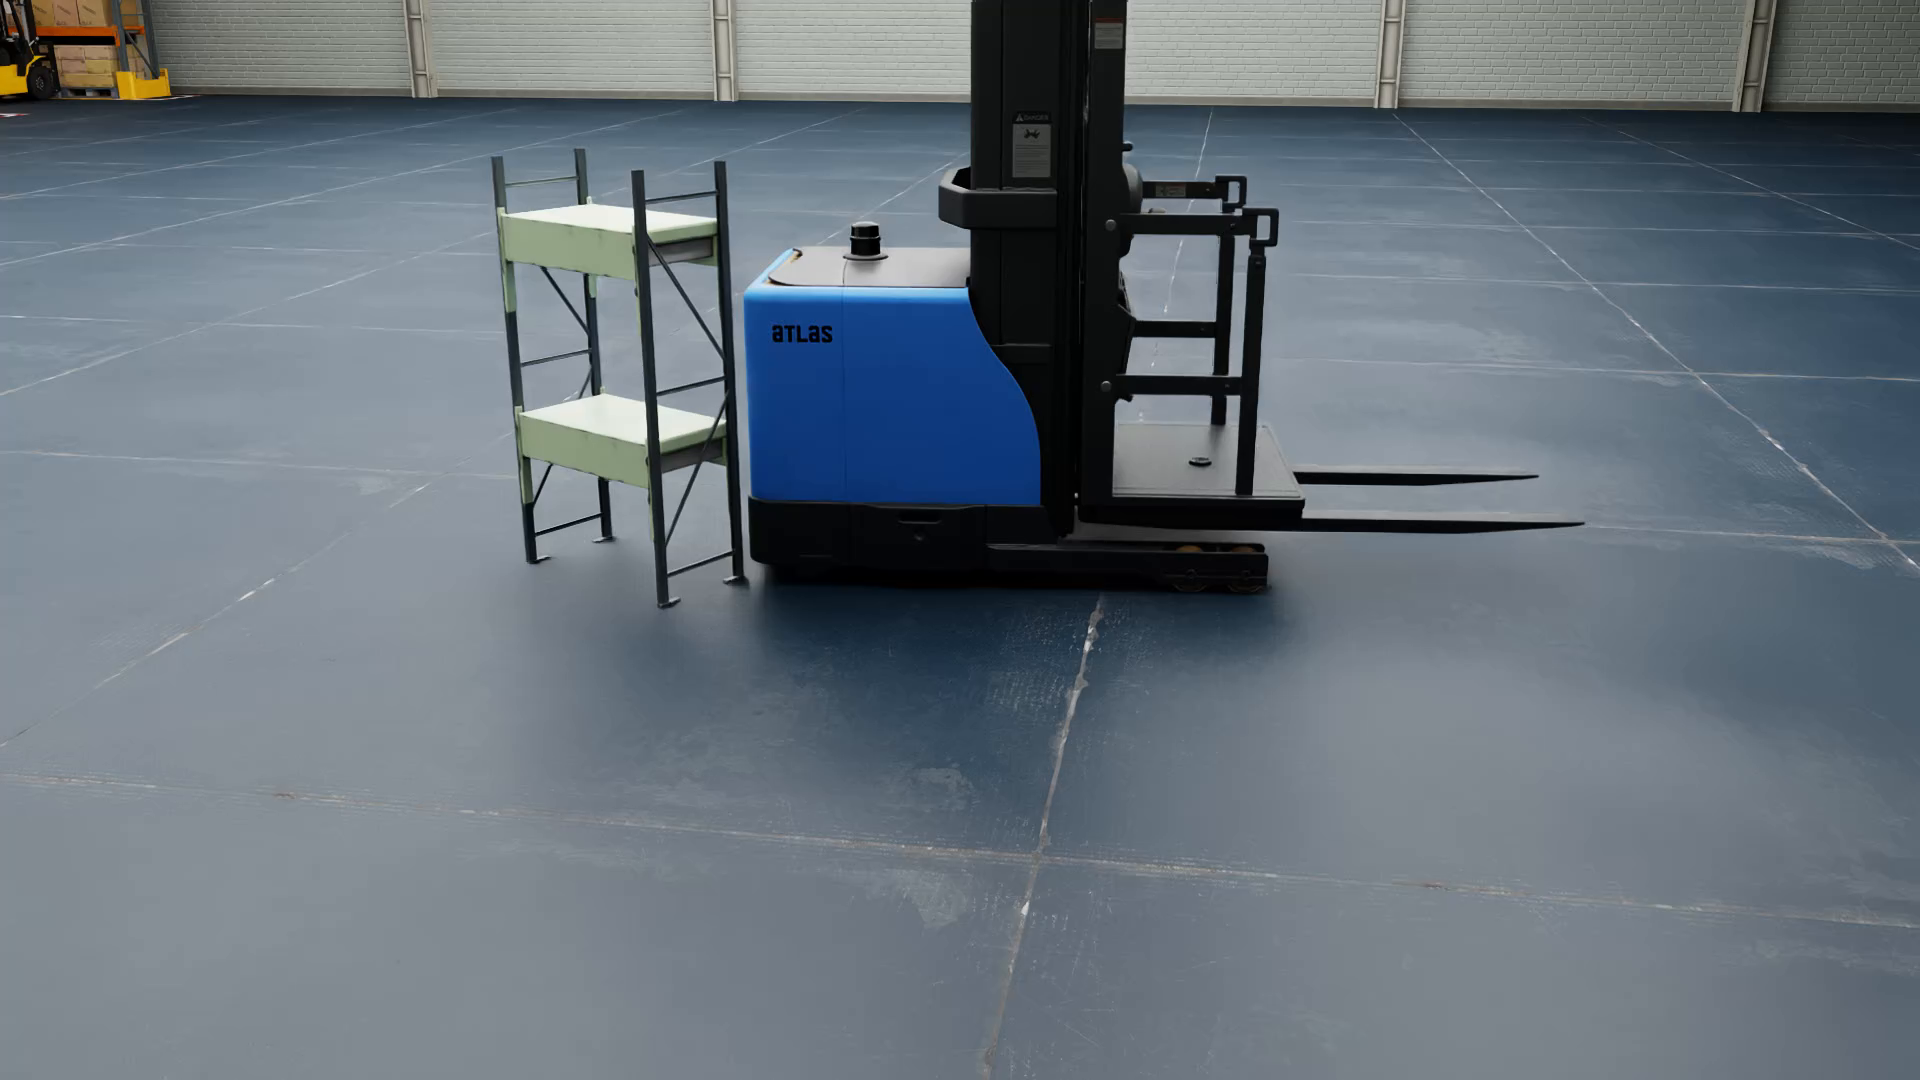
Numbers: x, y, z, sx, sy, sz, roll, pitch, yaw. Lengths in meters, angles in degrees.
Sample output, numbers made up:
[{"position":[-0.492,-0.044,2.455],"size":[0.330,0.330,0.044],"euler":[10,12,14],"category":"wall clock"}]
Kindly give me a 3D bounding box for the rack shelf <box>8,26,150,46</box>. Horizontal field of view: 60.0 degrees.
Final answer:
[{"position":[-17.638,-9.688,31.881],"size":[4.000,0.370,1.077],"euler":[3,19,9],"category":"rack shelf"}]

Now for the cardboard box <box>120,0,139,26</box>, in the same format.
[{"position":[-16.109,-10.088,31.785],"size":[0.500,0.500,0.500],"euler":[4,19,10],"category":"cardboard box"}]

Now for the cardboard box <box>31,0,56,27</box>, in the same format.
[{"position":[-17.208,-9.973,31.442],"size":[0.500,0.500,0.500],"euler":[3,19,8],"category":"cardboard box"}]

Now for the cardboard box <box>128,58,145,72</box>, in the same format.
[{"position":[-16.095,-9.149,32.022],"size":[0.500,0.250,0.500],"euler":[3,19,10],"category":"cardboard box"}]

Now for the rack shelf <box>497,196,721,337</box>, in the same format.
[{"position":[-1.214,-0.970,5.827],"size":[0.720,0.370,0.431],"euler":[14,23,36],"category":"rack shelf"}]

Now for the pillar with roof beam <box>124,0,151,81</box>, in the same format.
[{"position":[-16.891,-11.742,27.432],"size":[0.400,9.000,9.100],"euler":[3,19,9],"category":"pillar with roof beam"}]

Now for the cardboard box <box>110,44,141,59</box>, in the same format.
[{"position":[-16.108,-9.381,31.927],"size":[0.500,0.250,0.500],"euler":[3,19,8],"category":"cardboard box"}]

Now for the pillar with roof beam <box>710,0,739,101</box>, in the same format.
[{"position":[-5.043,-11.138,25.627],"size":[0.400,9.000,9.100],"euler":[3,19,9],"category":"pillar with roof beam"}]

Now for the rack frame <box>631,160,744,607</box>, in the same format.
[{"position":[-0.927,-0.528,5.735],"size":[0.023,1.500,0.400],"euler":[14,23,36],"category":"rack frame"}]

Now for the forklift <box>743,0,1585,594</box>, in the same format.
[{"position":[0.765,-1.372,6.001],"size":[3.031,2.935,1.130],"euler":[1,19,3],"category":"forklift"}]

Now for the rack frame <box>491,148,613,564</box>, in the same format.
[{"position":[-1.501,-0.672,6.167],"size":[0.023,1.500,0.400],"euler":[14,23,36],"category":"rack frame"}]

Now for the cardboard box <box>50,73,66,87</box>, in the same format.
[{"position":[-17.160,-8.804,31.778],"size":[0.500,0.250,0.500],"euler":[3,19,9],"category":"cardboard box"}]

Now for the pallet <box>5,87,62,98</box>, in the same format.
[{"position":[-17.626,-8.693,32.170],"size":[1.213,0.211,1.003],"euler":[3,19,9],"category":"pallet"}]

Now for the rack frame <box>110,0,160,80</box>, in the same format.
[{"position":[-15.664,-9.928,31.466],"size":[0.127,3.000,1.000],"euler":[3,19,9],"category":"rack frame"}]

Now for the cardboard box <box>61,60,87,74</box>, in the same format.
[{"position":[-16.687,-9.016,31.623],"size":[0.500,0.250,0.500],"euler":[3,19,8],"category":"cardboard box"}]

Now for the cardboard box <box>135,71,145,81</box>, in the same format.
[{"position":[-16.117,-8.909,32.093],"size":[0.500,0.250,0.500],"euler":[3,19,9],"category":"cardboard box"}]

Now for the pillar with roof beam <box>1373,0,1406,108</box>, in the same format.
[{"position":[6.805,-10.534,23.822],"size":[0.400,9.000,9.100],"euler":[3,19,9],"category":"pillar with roof beam"}]

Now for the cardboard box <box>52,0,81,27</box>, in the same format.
[{"position":[-16.702,-9.947,31.365],"size":[0.500,0.500,0.500],"euler":[4,19,10],"category":"cardboard box"}]

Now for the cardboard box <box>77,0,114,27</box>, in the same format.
[{"position":[-16.191,-9.918,31.278],"size":[0.500,0.500,0.500],"euler":[3,19,7],"category":"cardboard box"}]

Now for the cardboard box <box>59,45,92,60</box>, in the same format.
[{"position":[-16.673,-9.247,31.526],"size":[0.500,0.250,0.500],"euler":[3,19,10],"category":"cardboard box"}]

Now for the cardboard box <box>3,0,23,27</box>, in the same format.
[{"position":[-17.706,-9.995,31.507],"size":[0.500,0.500,0.500],"euler":[3,19,9],"category":"cardboard box"}]

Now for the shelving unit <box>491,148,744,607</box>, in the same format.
[{"position":[-1.214,-0.600,5.951],"size":[0.755,1.500,0.431],"euler":[14,23,36],"category":"shelving unit"}]

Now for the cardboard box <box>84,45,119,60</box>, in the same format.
[{"position":[-16.168,-9.223,31.454],"size":[0.500,0.250,0.500],"euler":[4,19,10],"category":"cardboard box"}]

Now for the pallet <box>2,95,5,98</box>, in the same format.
[{"position":[-18.834,-8.754,32.351],"size":[1.213,0.211,1.003],"euler":[3,19,9],"category":"pallet"}]

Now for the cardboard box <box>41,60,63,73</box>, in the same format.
[{"position":[-17.200,-9.035,31.681],"size":[0.500,0.250,0.500],"euler":[2,19,7],"category":"cardboard box"}]

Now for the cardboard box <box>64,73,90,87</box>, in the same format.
[{"position":[-16.667,-8.776,31.694],"size":[0.500,0.250,0.500],"euler":[3,19,9],"category":"cardboard box"}]

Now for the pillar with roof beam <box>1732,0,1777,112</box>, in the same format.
[{"position":[12.729,-10.232,22.920],"size":[0.400,9.000,9.100],"euler":[3,19,9],"category":"pillar with roof beam"}]

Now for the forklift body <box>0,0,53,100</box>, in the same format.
[{"position":[-17.825,-9.050,30.178],"size":[1.214,2.155,2.313],"euler":[3,19,9],"category":"forklift body"}]

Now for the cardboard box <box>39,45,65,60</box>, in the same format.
[{"position":[-17.173,-9.269,31.592],"size":[0.500,0.250,0.500],"euler":[3,19,9],"category":"cardboard box"}]

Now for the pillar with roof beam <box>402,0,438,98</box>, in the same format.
[{"position":[-10.967,-11.440,26.530],"size":[0.400,9.000,9.100],"euler":[3,19,9],"category":"pillar with roof beam"}]

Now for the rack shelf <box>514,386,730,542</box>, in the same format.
[{"position":[-1.214,-0.291,6.054],"size":[0.720,0.370,0.431],"euler":[14,23,36],"category":"rack shelf"}]

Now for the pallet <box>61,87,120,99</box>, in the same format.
[{"position":[-16.425,-8.631,31.984],"size":[1.213,0.211,1.003],"euler":[3,19,9],"category":"pallet"}]

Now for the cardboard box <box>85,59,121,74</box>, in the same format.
[{"position":[-16.194,-8.987,31.537],"size":[0.500,0.250,0.500],"euler":[3,19,8],"category":"cardboard box"}]

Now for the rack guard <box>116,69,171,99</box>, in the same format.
[{"position":[-15.640,-8.742,31.859],"size":[0.348,0.500,1.175],"euler":[3,19,9],"category":"rack guard"}]

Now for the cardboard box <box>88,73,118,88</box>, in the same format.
[{"position":[-16.178,-8.748,31.611],"size":[0.500,0.250,0.500],"euler":[3,19,9],"category":"cardboard box"}]
